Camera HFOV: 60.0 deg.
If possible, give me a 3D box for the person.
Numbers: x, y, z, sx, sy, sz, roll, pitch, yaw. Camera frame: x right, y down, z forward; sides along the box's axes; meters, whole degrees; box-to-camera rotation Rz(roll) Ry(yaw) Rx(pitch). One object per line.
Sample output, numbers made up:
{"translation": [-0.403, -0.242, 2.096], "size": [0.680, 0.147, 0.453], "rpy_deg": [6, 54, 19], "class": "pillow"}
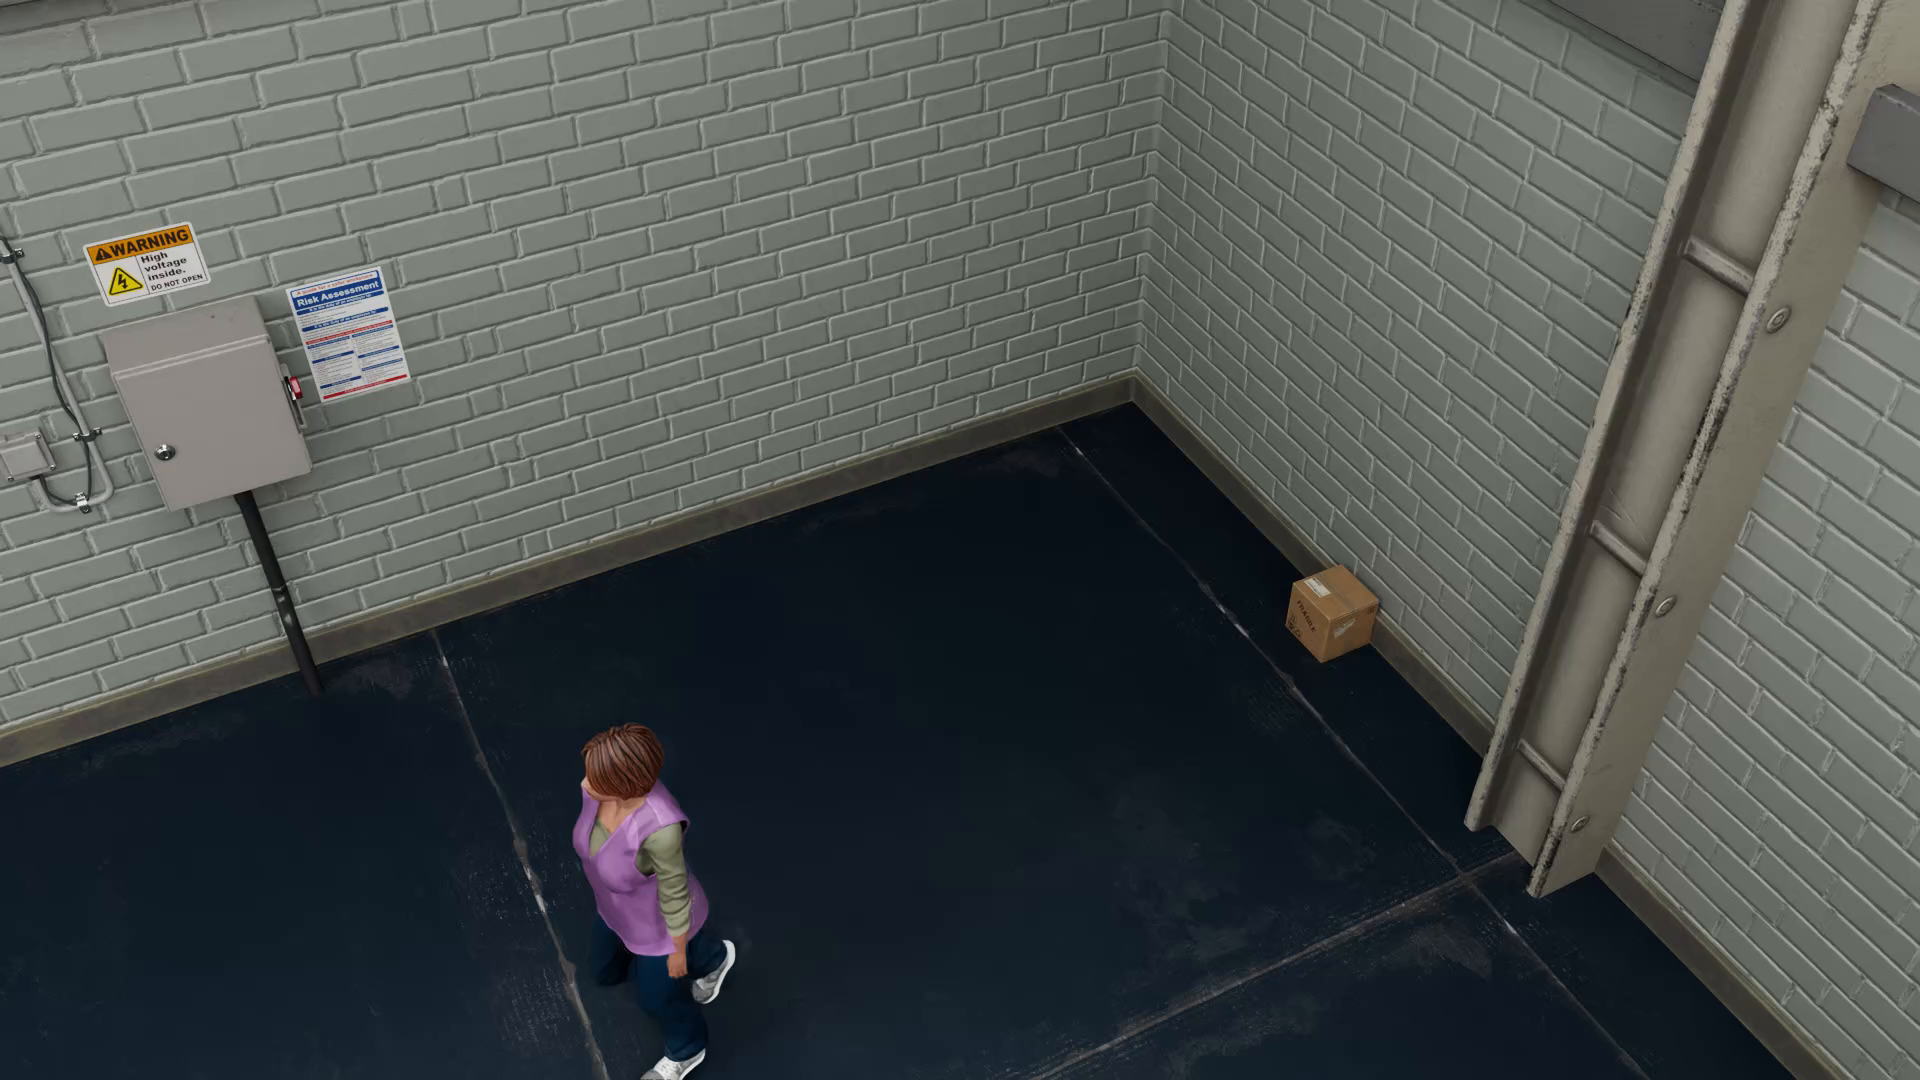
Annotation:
{"translation": [-0.881, 1.070, 4.937], "size": [0.487, 1.588, 0.418], "rpy_deg": [-30, 50, -29], "class": "person"}
